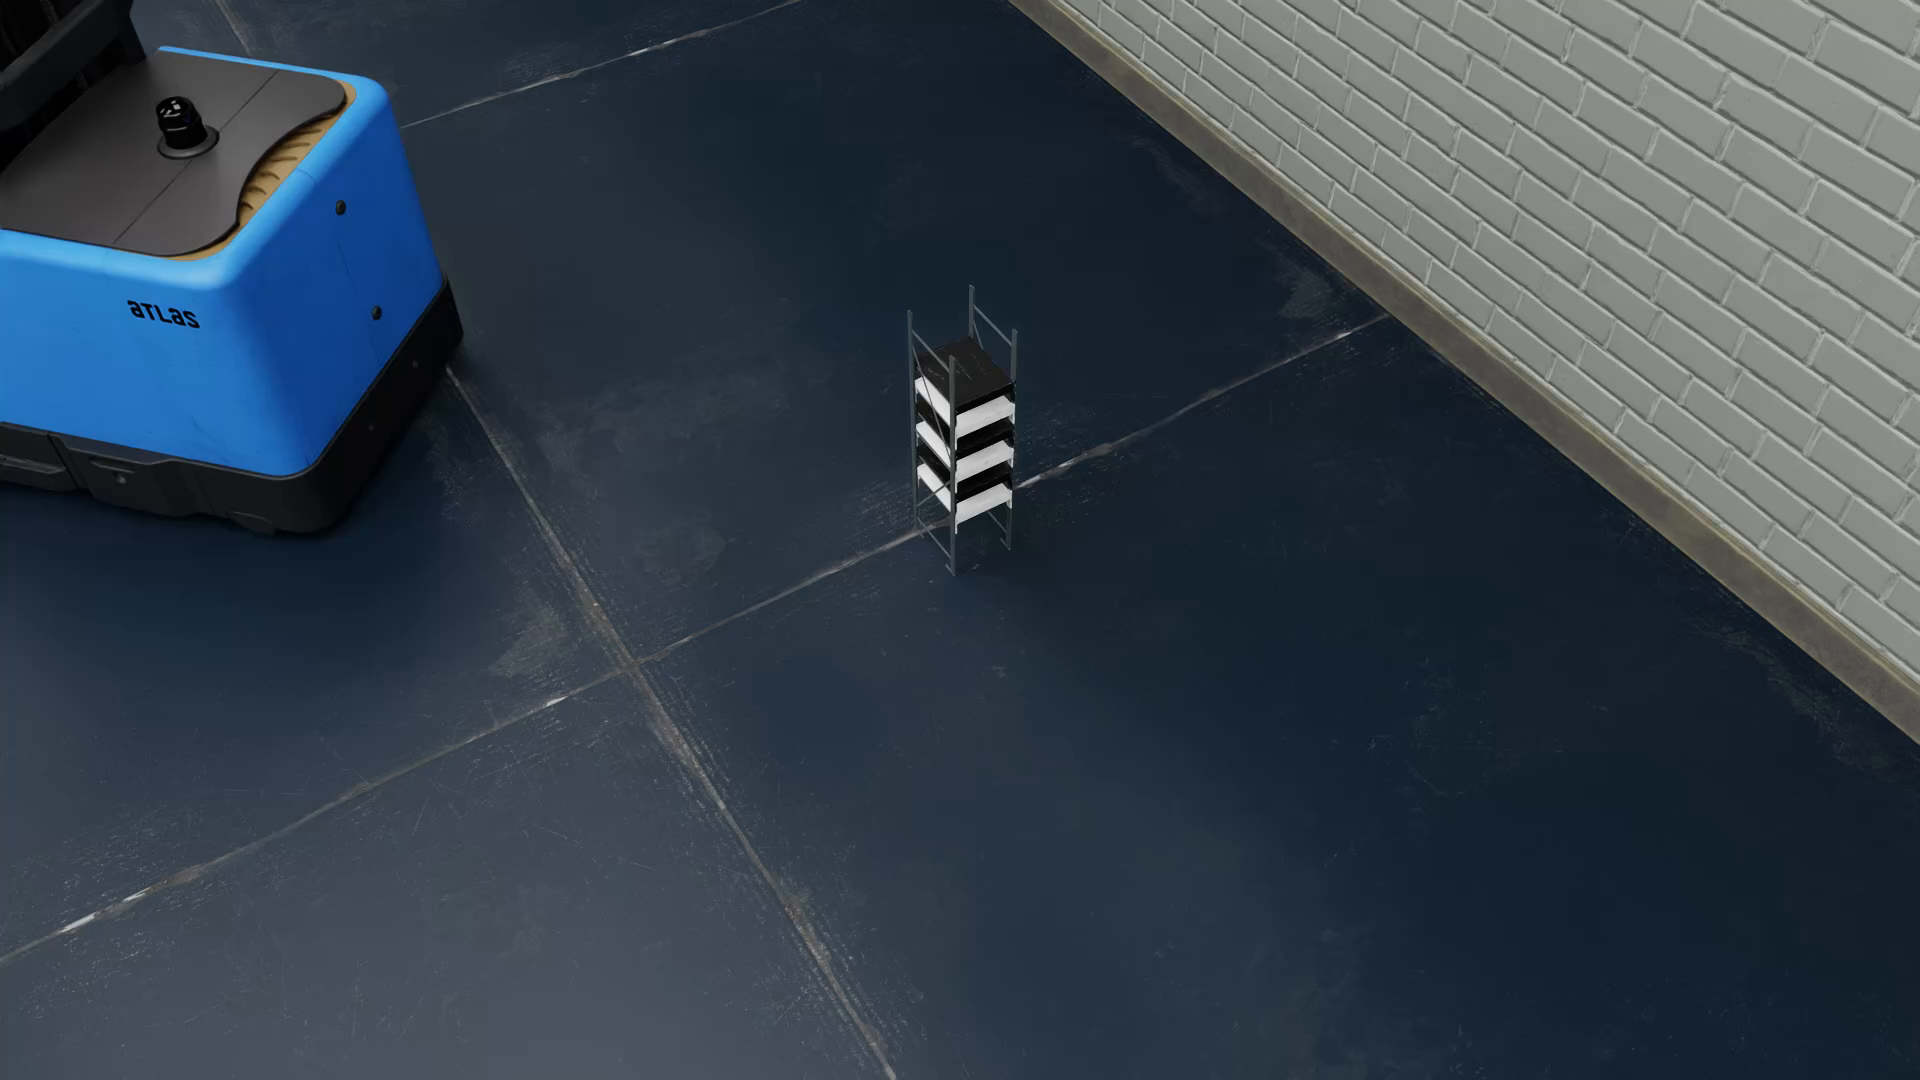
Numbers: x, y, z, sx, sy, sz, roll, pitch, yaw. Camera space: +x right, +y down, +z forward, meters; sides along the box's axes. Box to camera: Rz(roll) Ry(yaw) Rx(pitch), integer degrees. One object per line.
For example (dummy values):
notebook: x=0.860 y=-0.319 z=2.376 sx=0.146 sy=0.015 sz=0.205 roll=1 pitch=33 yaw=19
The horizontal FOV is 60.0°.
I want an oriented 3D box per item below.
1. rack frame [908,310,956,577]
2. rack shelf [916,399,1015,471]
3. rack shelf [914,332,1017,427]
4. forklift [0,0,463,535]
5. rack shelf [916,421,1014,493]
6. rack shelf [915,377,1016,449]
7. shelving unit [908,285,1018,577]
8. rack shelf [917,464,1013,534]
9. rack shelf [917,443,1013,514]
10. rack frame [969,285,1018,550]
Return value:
rack frame: x=-0.079 y=-0.262 z=4.881 sx=0.006 sy=0.900 sz=0.240 roll=-25 pitch=53 yaw=-21
rack shelf: x=0.007 y=-0.340 z=4.874 sx=0.200 sy=0.077 sz=0.258 roll=-25 pitch=53 yaw=-21
rack shelf: x=0.007 y=-0.460 z=4.740 sx=0.200 sy=0.077 sz=0.258 roll=-25 pitch=53 yaw=-21
forklift: x=-3.303 y=-1.595 z=4.708 sx=3.031 sy=2.935 sz=1.130 roll=11 pitch=49 yaw=10
rack shelf: x=0.007 y=-0.280 z=4.942 sx=0.200 sy=0.077 sz=0.258 roll=-25 pitch=53 yaw=-21
rack shelf: x=0.007 y=-0.400 z=4.807 sx=0.200 sy=0.077 sz=0.258 roll=-25 pitch=53 yaw=-21
shelving unit: x=0.007 y=-0.302 z=4.917 sx=0.210 sy=0.900 sz=0.258 roll=-25 pitch=53 yaw=-21
rack shelf: x=0.007 y=-0.161 z=5.076 sx=0.200 sy=0.077 sz=0.258 roll=-25 pitch=53 yaw=-21
rack shelf: x=0.007 y=-0.220 z=5.009 sx=0.200 sy=0.077 sz=0.258 roll=-25 pitch=53 yaw=-21
rack frame: x=0.093 y=-0.343 z=4.953 sx=0.006 sy=0.900 sz=0.240 roll=-25 pitch=53 yaw=-21
